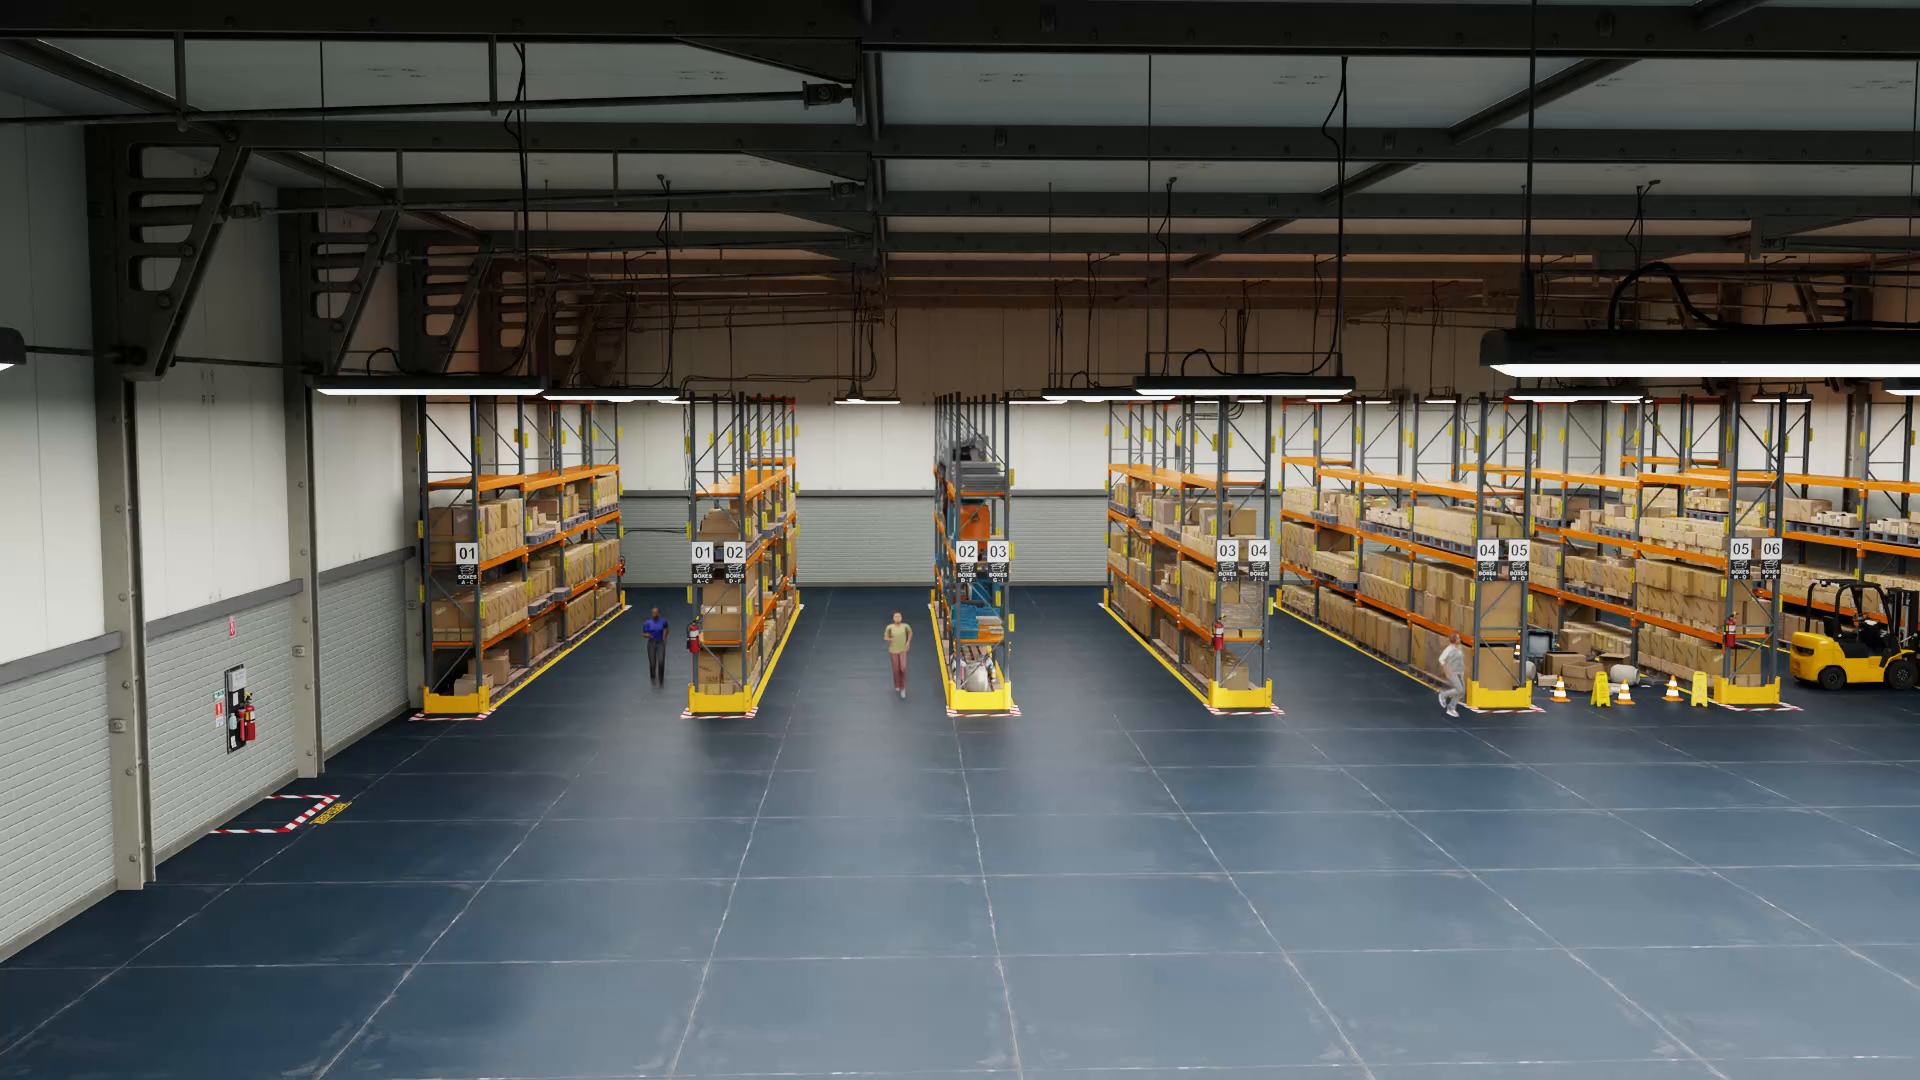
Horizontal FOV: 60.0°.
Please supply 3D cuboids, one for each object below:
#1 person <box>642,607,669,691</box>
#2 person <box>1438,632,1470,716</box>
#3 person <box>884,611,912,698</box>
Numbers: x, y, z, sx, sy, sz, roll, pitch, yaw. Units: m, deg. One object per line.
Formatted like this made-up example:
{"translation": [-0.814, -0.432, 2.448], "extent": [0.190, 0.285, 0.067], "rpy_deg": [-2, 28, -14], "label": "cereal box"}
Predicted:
{"translation": [-6.184, 2.222, 33.801], "extent": [0.535, 1.664, 0.843], "rpy_deg": [-1, 5, -11], "label": "person"}
{"translation": [9.170, 2.491, 30.833], "extent": [0.544, 1.560, 0.542], "rpy_deg": [-4, 6, -38], "label": "person"}
{"translation": [-1.229, 2.255, 32.965], "extent": [0.559, 1.725, 0.738], "rpy_deg": [0, 5, 0], "label": "person"}
